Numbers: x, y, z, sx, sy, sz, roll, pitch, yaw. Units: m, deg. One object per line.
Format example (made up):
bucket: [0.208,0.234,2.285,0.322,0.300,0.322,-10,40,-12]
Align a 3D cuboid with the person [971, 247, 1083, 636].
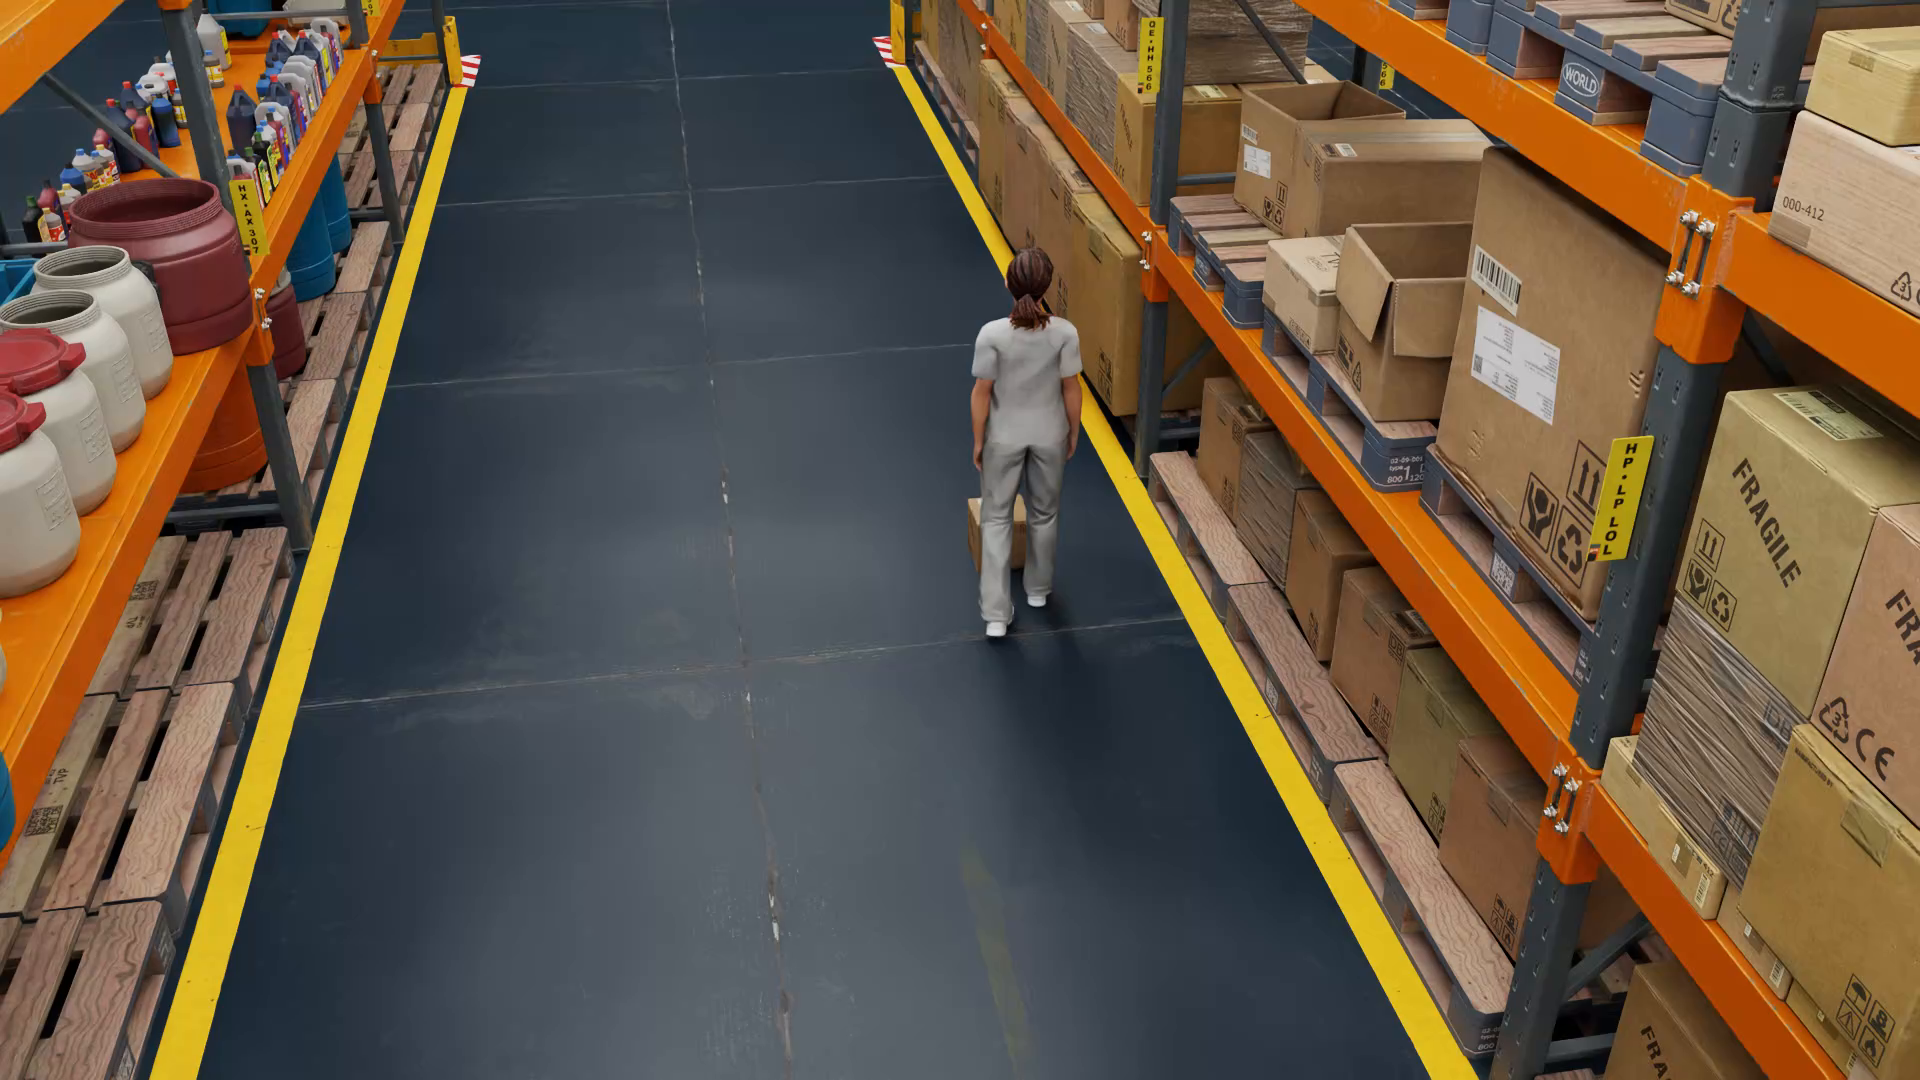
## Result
person: [0.265,-0.419,6.833,0.453,1.678,0.591,-1,31,-2]
